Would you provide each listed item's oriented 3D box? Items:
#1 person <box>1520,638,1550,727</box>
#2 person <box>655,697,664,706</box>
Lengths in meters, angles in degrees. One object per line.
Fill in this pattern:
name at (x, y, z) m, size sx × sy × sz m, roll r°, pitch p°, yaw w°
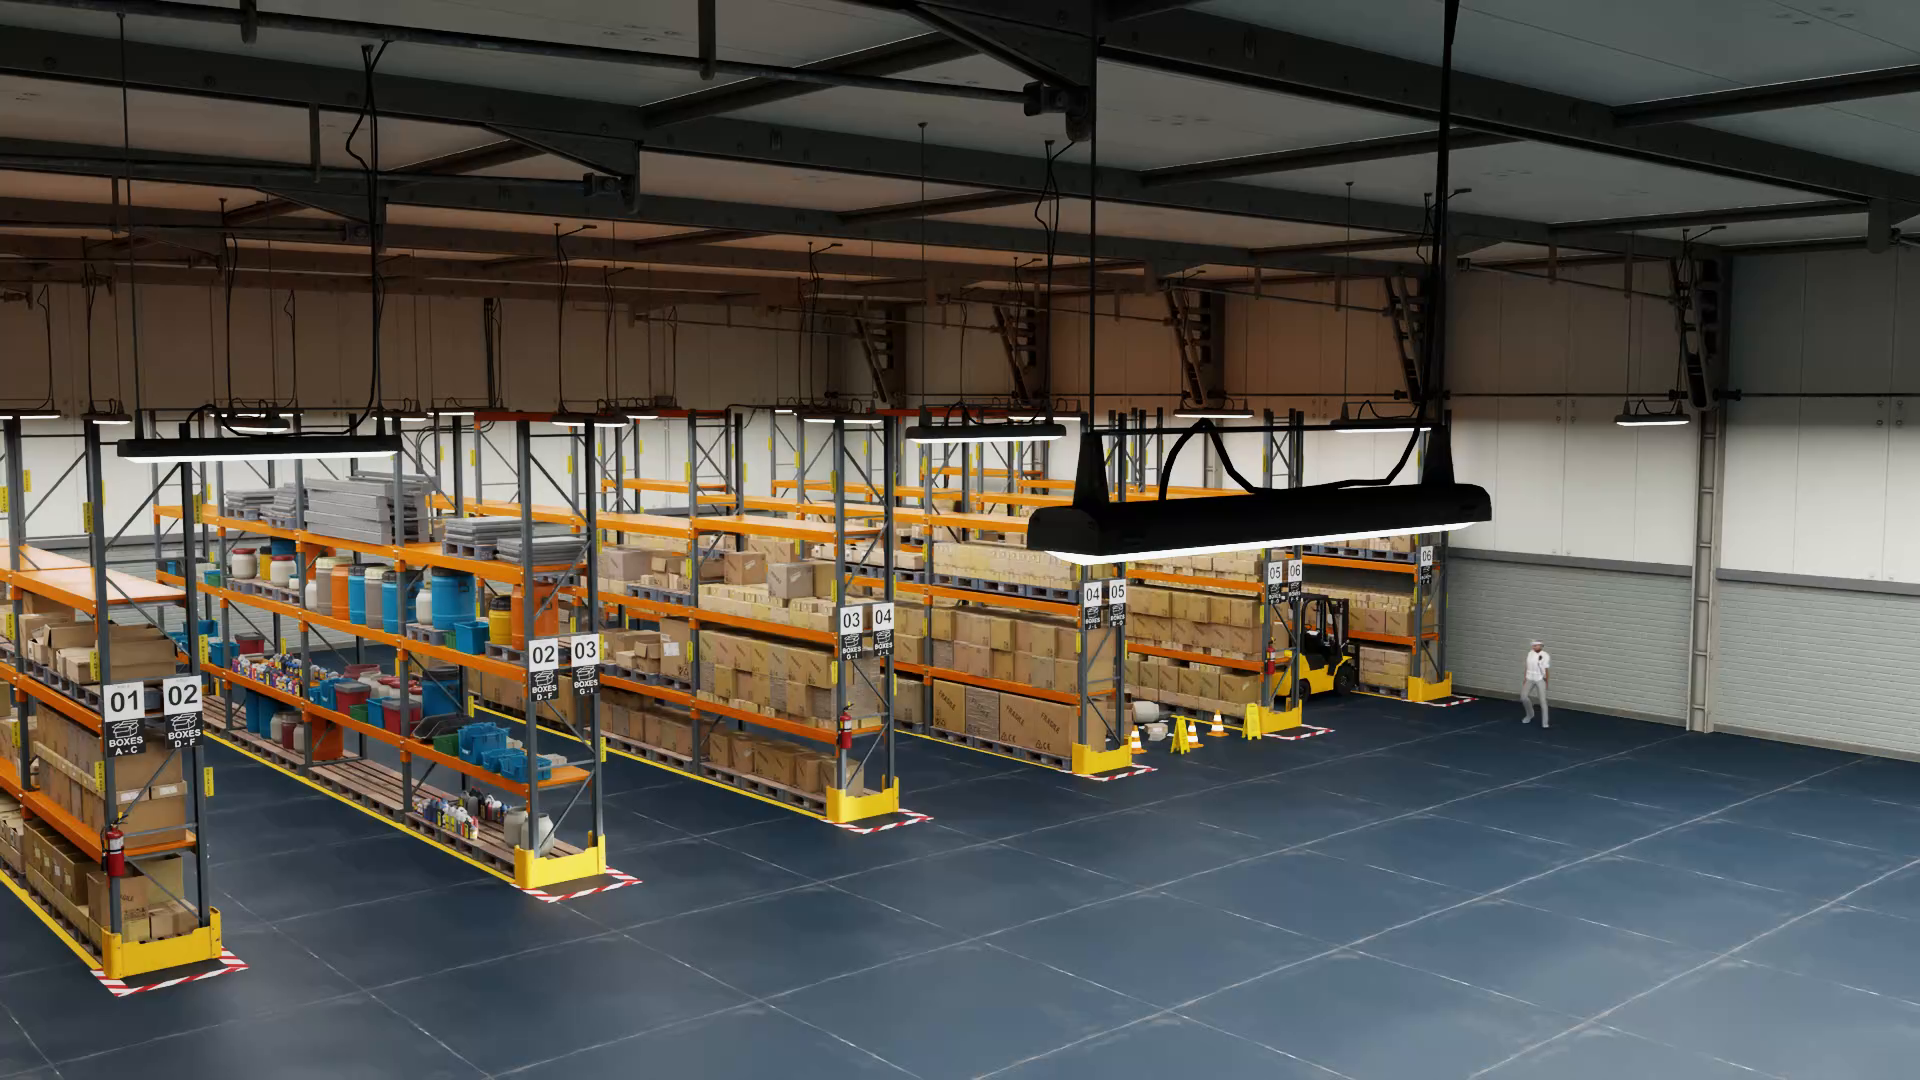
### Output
person at (11.017, 2.706, 31.718) m, size 0.397 × 1.690 × 0.572 m, roll -5°, pitch 7°, yaw -44°
person at (-5.882, 2.660, 32.593) m, size 0.387 × 1.648 × 0.546 m, roll 0°, pitch 5°, yaw -3°
